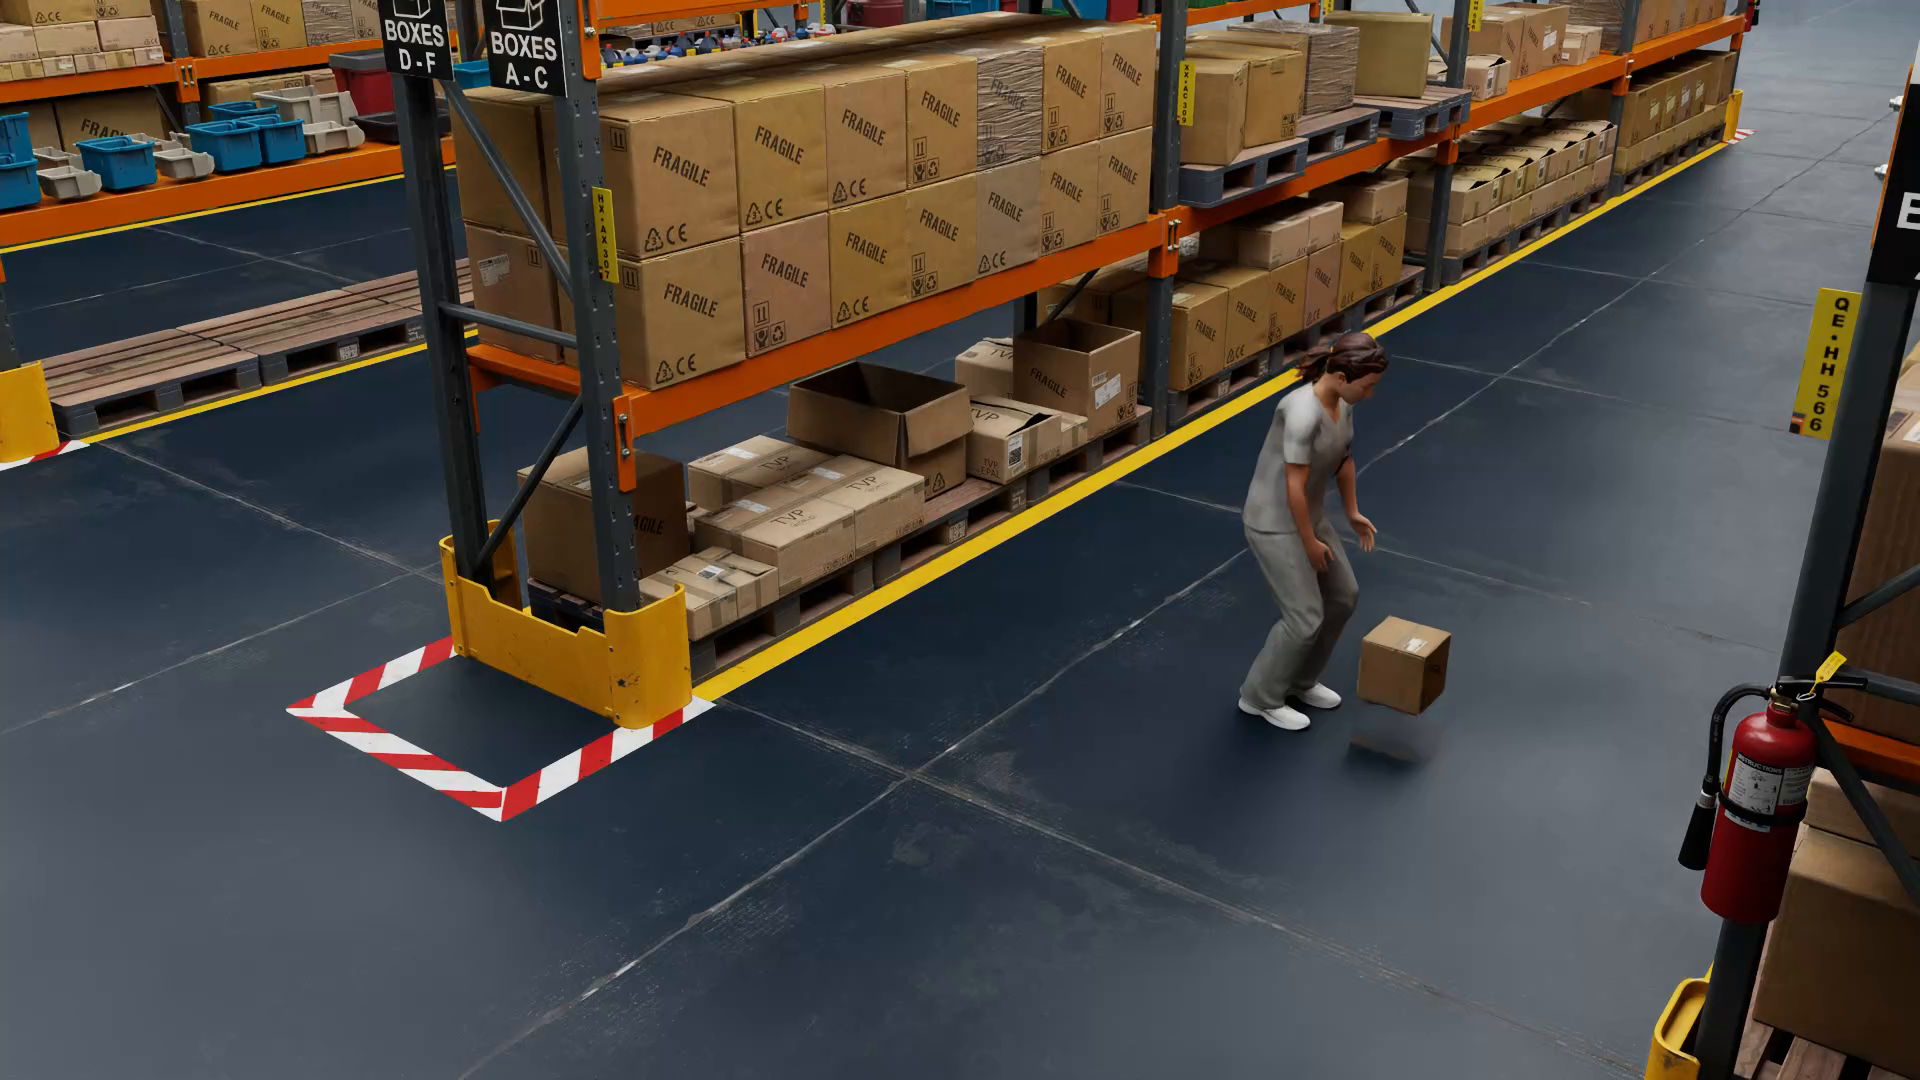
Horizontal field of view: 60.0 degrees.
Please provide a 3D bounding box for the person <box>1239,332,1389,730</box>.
[{"bbox_3d":[1.340,-0.054,6.363,0.467,1.573,0.475,17,29,34],"label":"person"}]
